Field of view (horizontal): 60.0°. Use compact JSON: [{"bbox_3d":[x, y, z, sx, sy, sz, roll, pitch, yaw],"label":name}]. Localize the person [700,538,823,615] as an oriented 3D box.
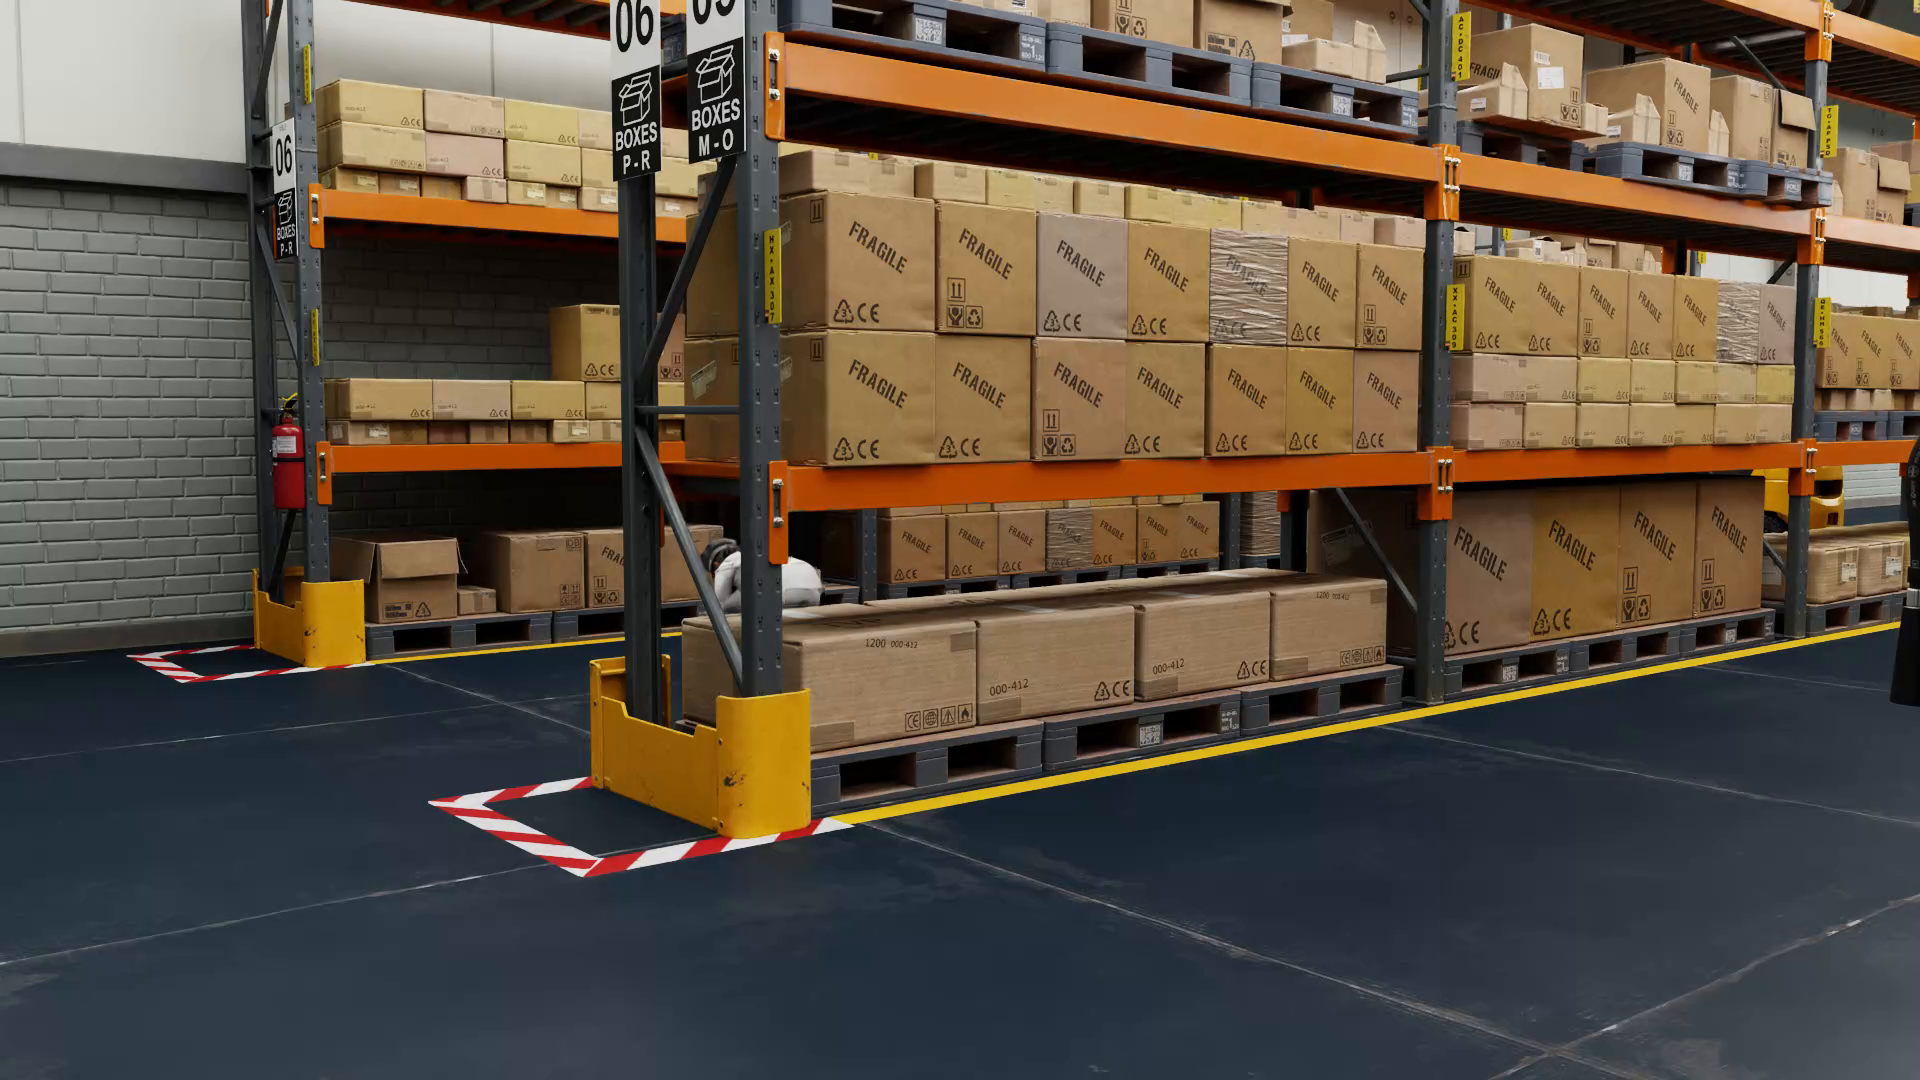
[{"bbox_3d":[-1.173,0.392,9.664,0.449,0.773,0.910,-4,6,-40],"label":"person"}]
